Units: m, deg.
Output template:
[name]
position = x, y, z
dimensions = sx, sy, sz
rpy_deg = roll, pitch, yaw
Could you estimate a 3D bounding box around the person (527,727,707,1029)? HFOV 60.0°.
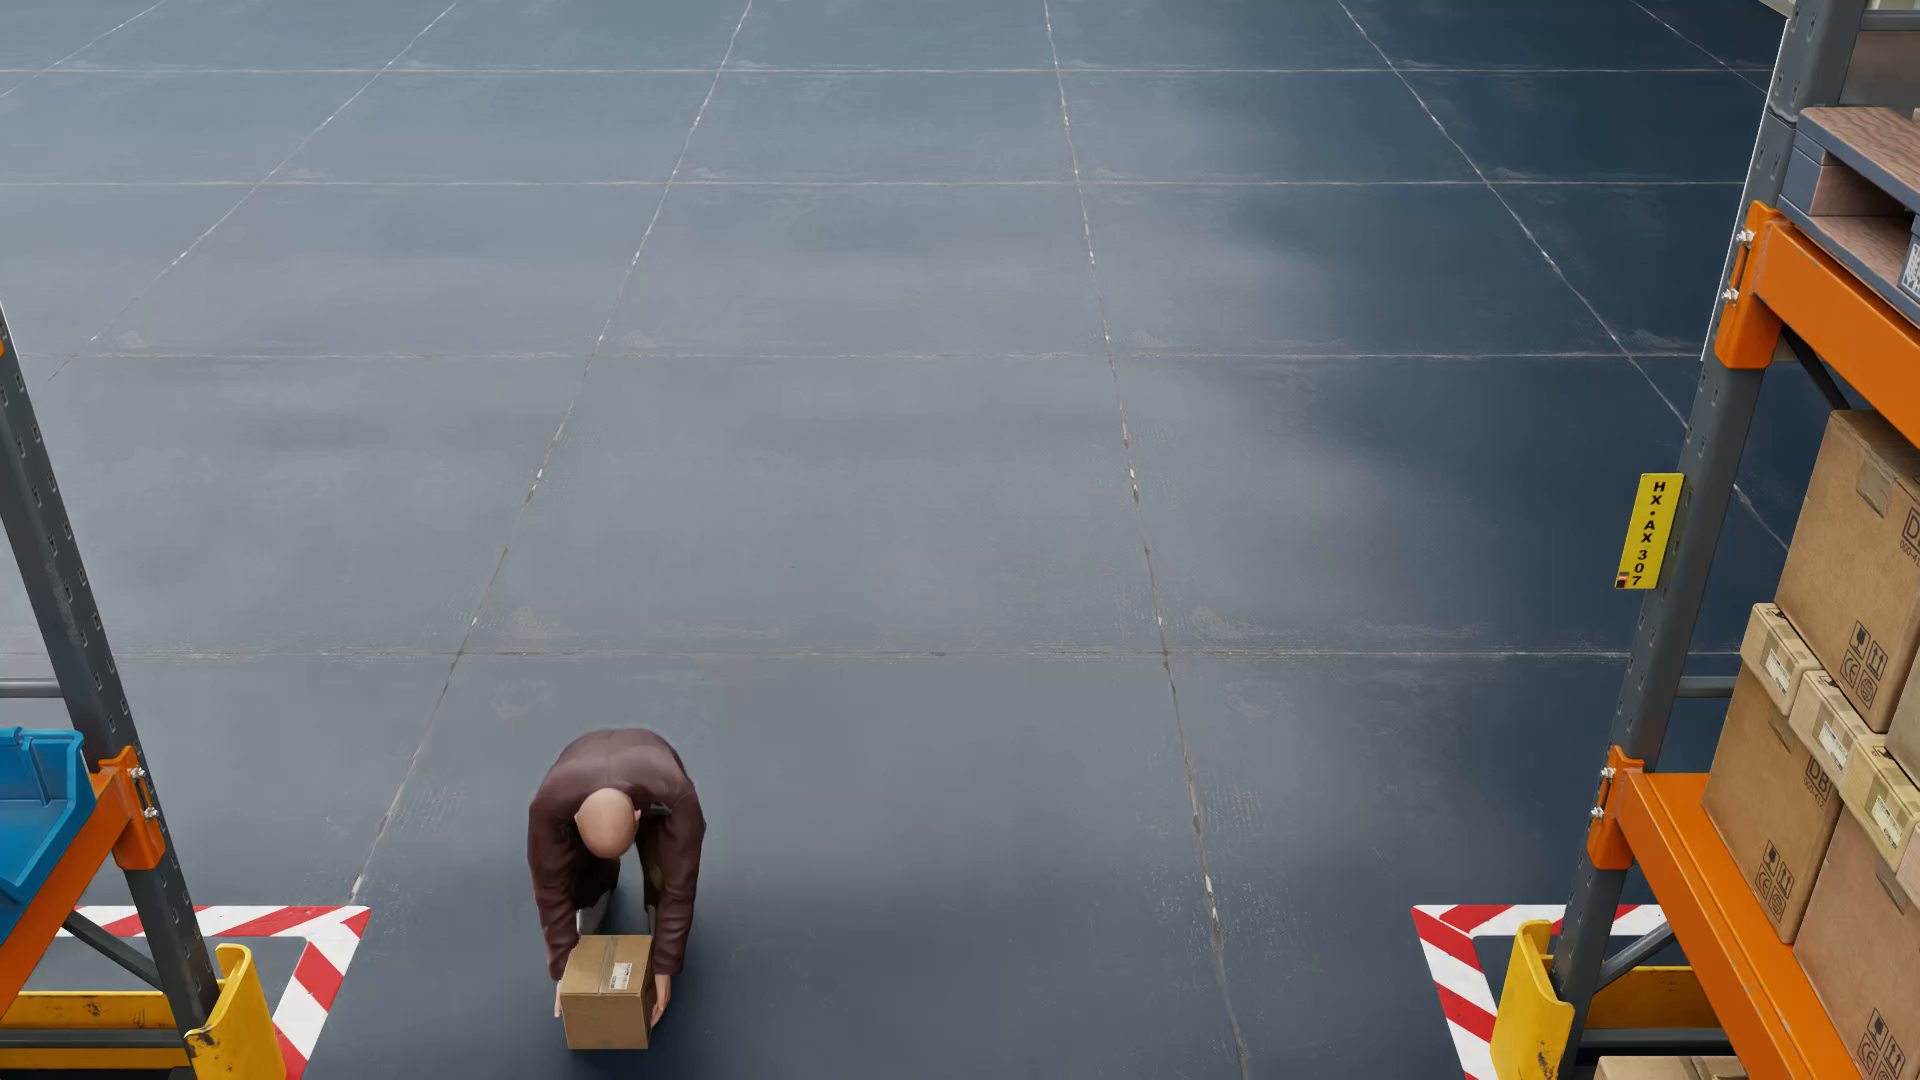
[person]
position = -1.111, 0.978, 5.408
dimensions = 0.603, 0.874, 0.899
rpy_deg = 0, 31, 0
